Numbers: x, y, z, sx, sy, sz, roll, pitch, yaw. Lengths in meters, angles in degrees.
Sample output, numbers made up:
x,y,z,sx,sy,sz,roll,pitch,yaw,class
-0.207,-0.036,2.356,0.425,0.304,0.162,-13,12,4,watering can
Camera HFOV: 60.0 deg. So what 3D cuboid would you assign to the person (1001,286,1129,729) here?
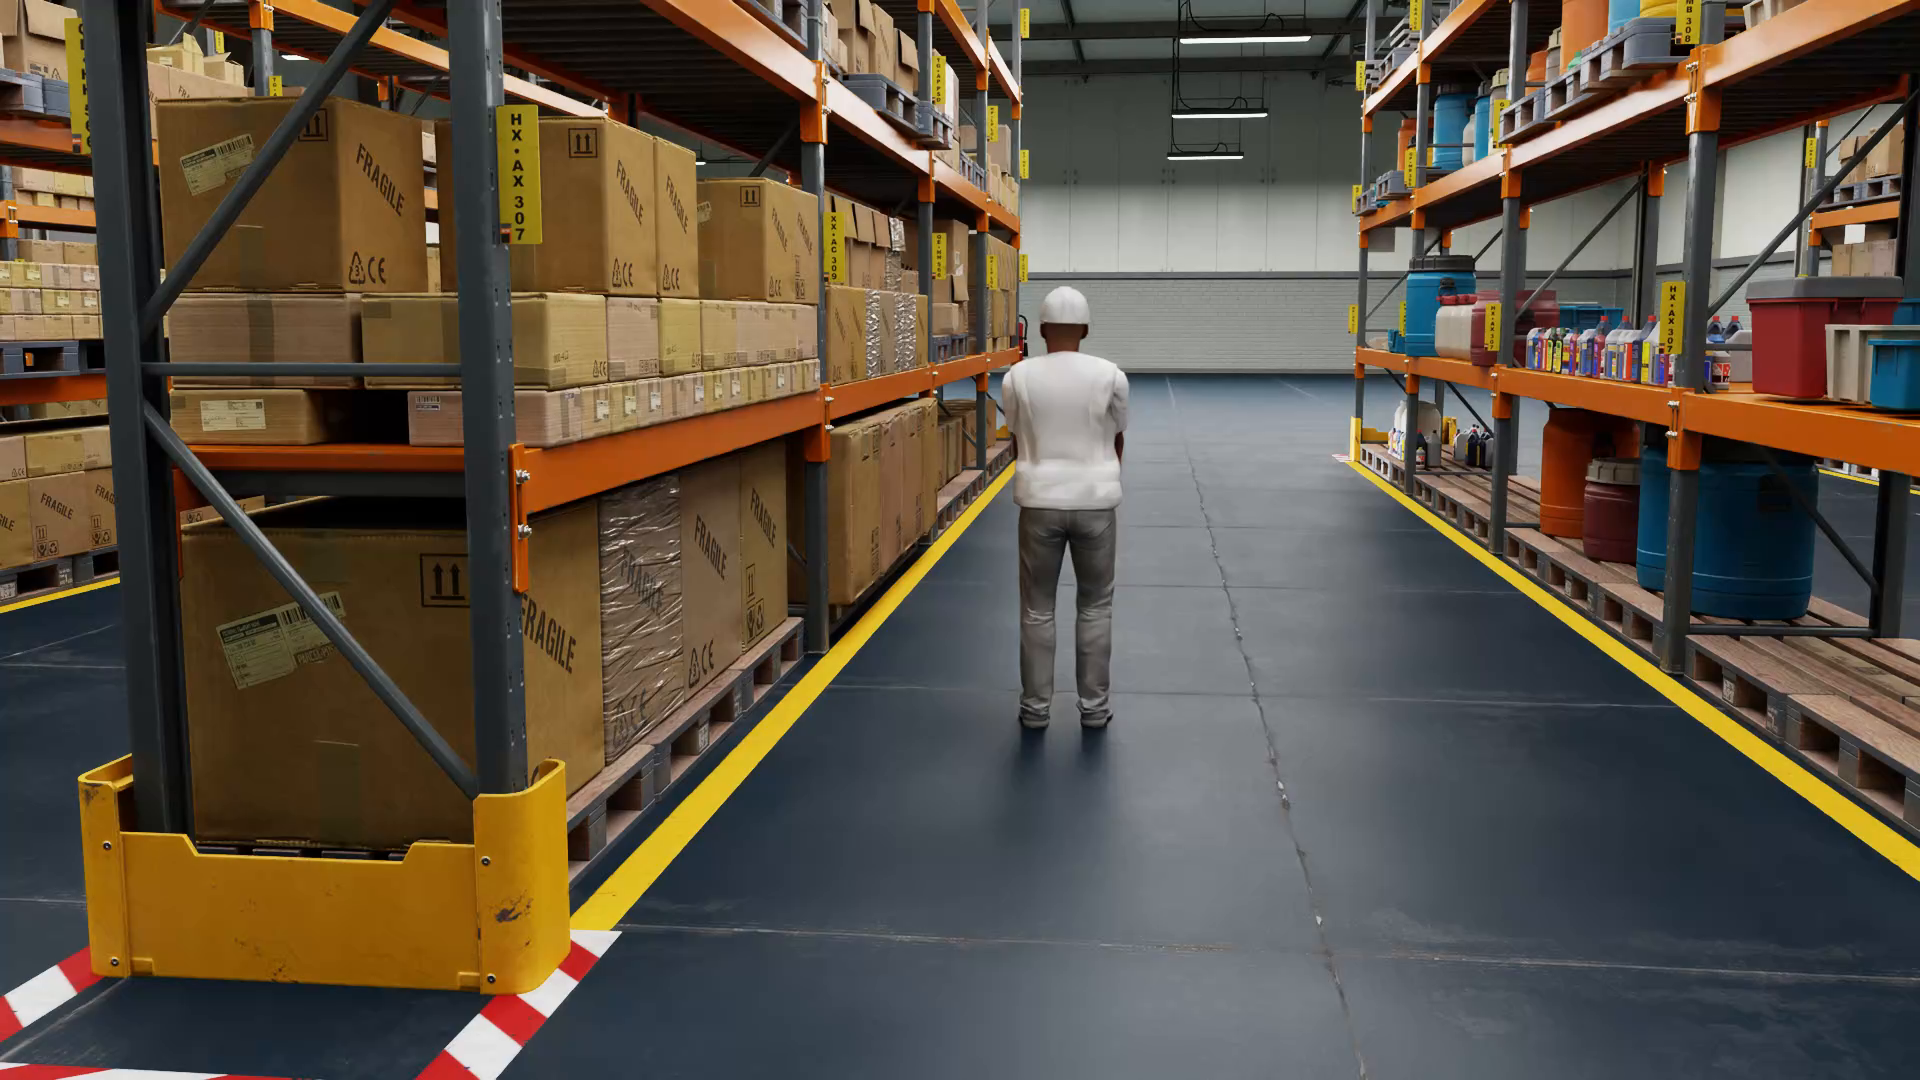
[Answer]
x,y,z,sx,sy,sz,roll,pitch,yaw,class
0.428,-0.138,6.748,0.505,1.763,0.557,1,8,6,person
